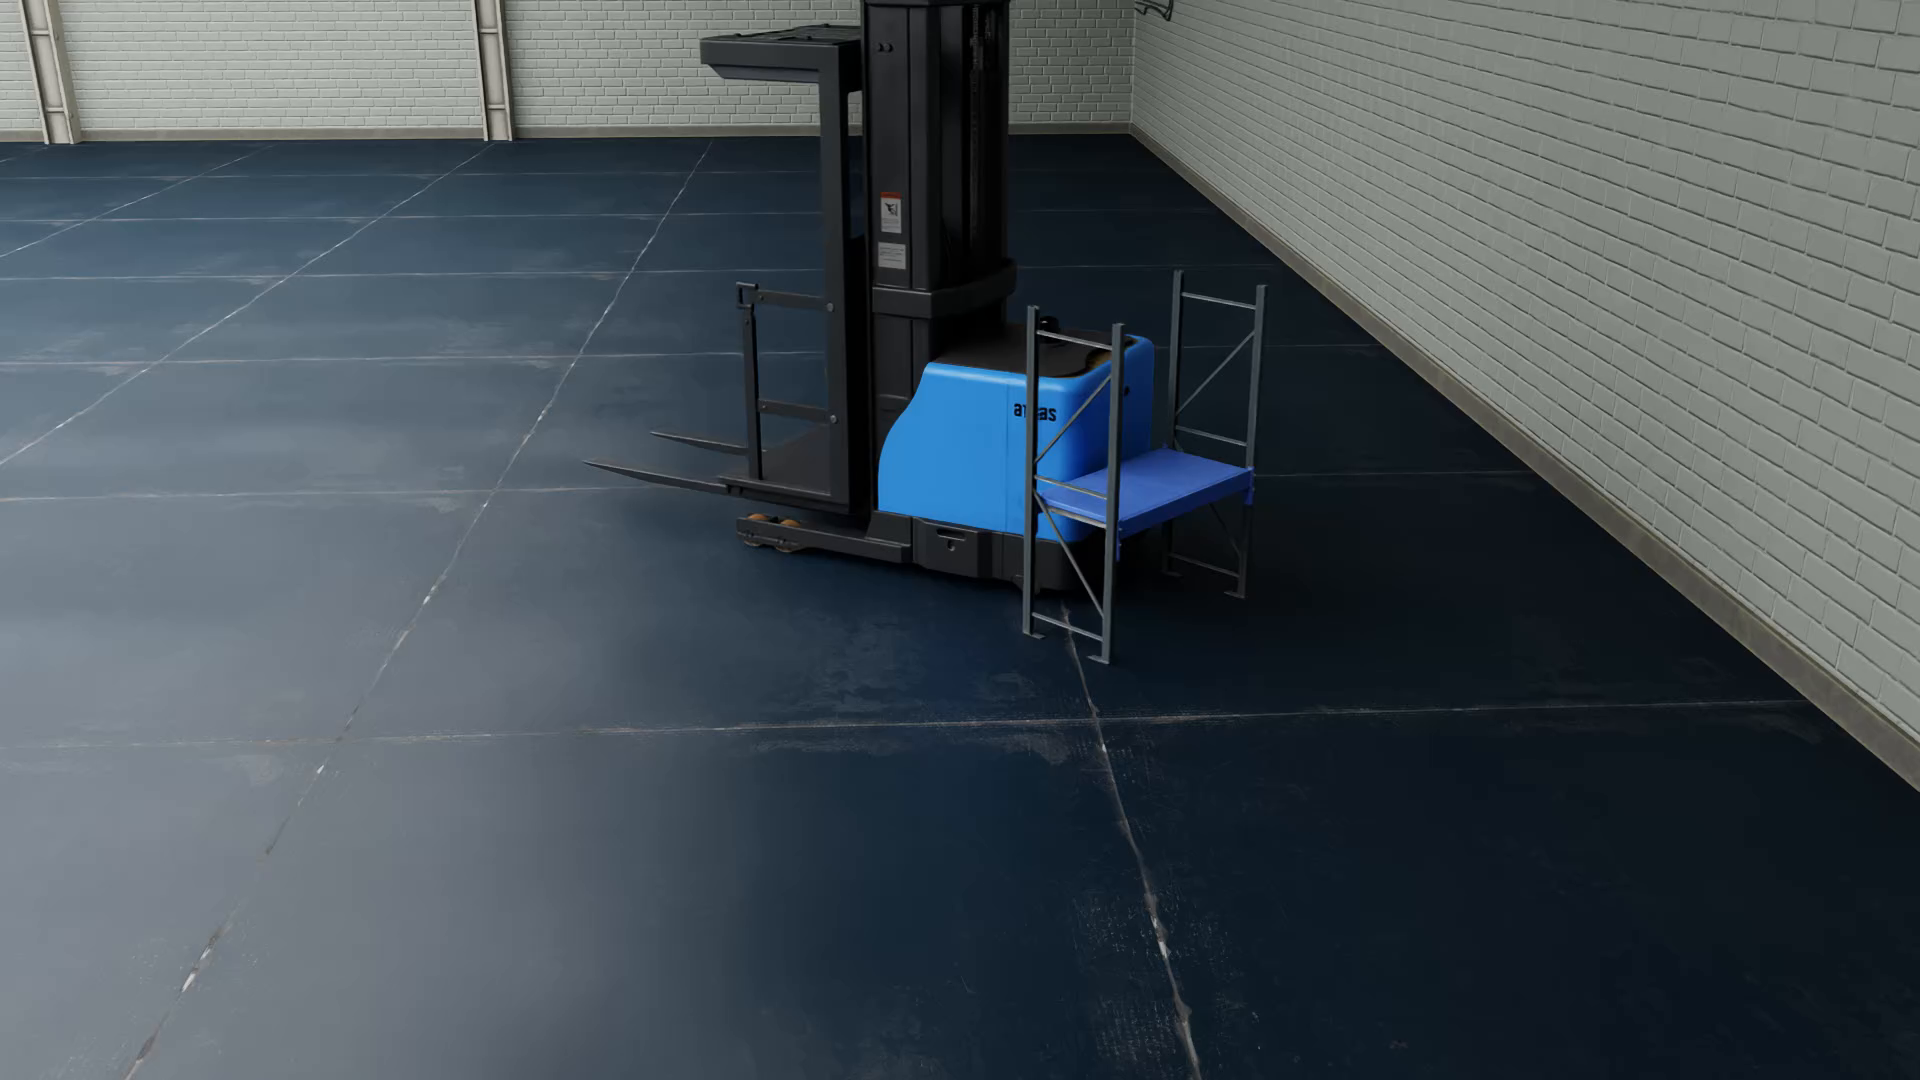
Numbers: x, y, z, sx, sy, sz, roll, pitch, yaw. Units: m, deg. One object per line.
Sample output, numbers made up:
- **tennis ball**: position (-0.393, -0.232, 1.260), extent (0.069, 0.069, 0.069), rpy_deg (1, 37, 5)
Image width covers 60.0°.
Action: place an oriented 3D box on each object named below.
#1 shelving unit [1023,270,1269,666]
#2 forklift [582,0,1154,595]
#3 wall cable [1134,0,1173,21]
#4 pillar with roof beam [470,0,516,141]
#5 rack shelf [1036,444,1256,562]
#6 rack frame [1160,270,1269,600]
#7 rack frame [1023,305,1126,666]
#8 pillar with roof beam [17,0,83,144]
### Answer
- **shelving unit**: position (0.826, -0.353, 7.441), extent (0.538, 1.500, 1.048), rpy_deg (19, 28, 40)
- **forklift**: position (-0.575, -1.459, 8.335), extent (3.031, 2.935, 1.130), rpy_deg (10, 23, 25)
- **wall cable**: position (2.517, -8.127, 21.684), extent (0.112, 2.526, 3.097), rpy_deg (-1, 21, -3)
- **pillar with roof beam**: position (-6.244, -8.337, 17.871), extent (0.400, 9.000, 9.100), rpy_deg (-1, 21, -3)
- **rack shelf**: position (0.826, -0.185, 7.505), extent (0.538, 0.185, 1.000), rpy_deg (19, 28, 40)
- **rack frame**: position (1.178, -0.484, 7.784), extent (0.500, 1.500, 0.032), rpy_deg (19, 28, 40)
- **rack frame**: position (0.475, -0.223, 7.098), extent (0.500, 1.500, 0.032), rpy_deg (19, 28, 40)
- **pillar with roof beam**: position (-12.234, -8.215, 17.551), extent (0.400, 9.000, 9.100), rpy_deg (-1, 21, -3)
